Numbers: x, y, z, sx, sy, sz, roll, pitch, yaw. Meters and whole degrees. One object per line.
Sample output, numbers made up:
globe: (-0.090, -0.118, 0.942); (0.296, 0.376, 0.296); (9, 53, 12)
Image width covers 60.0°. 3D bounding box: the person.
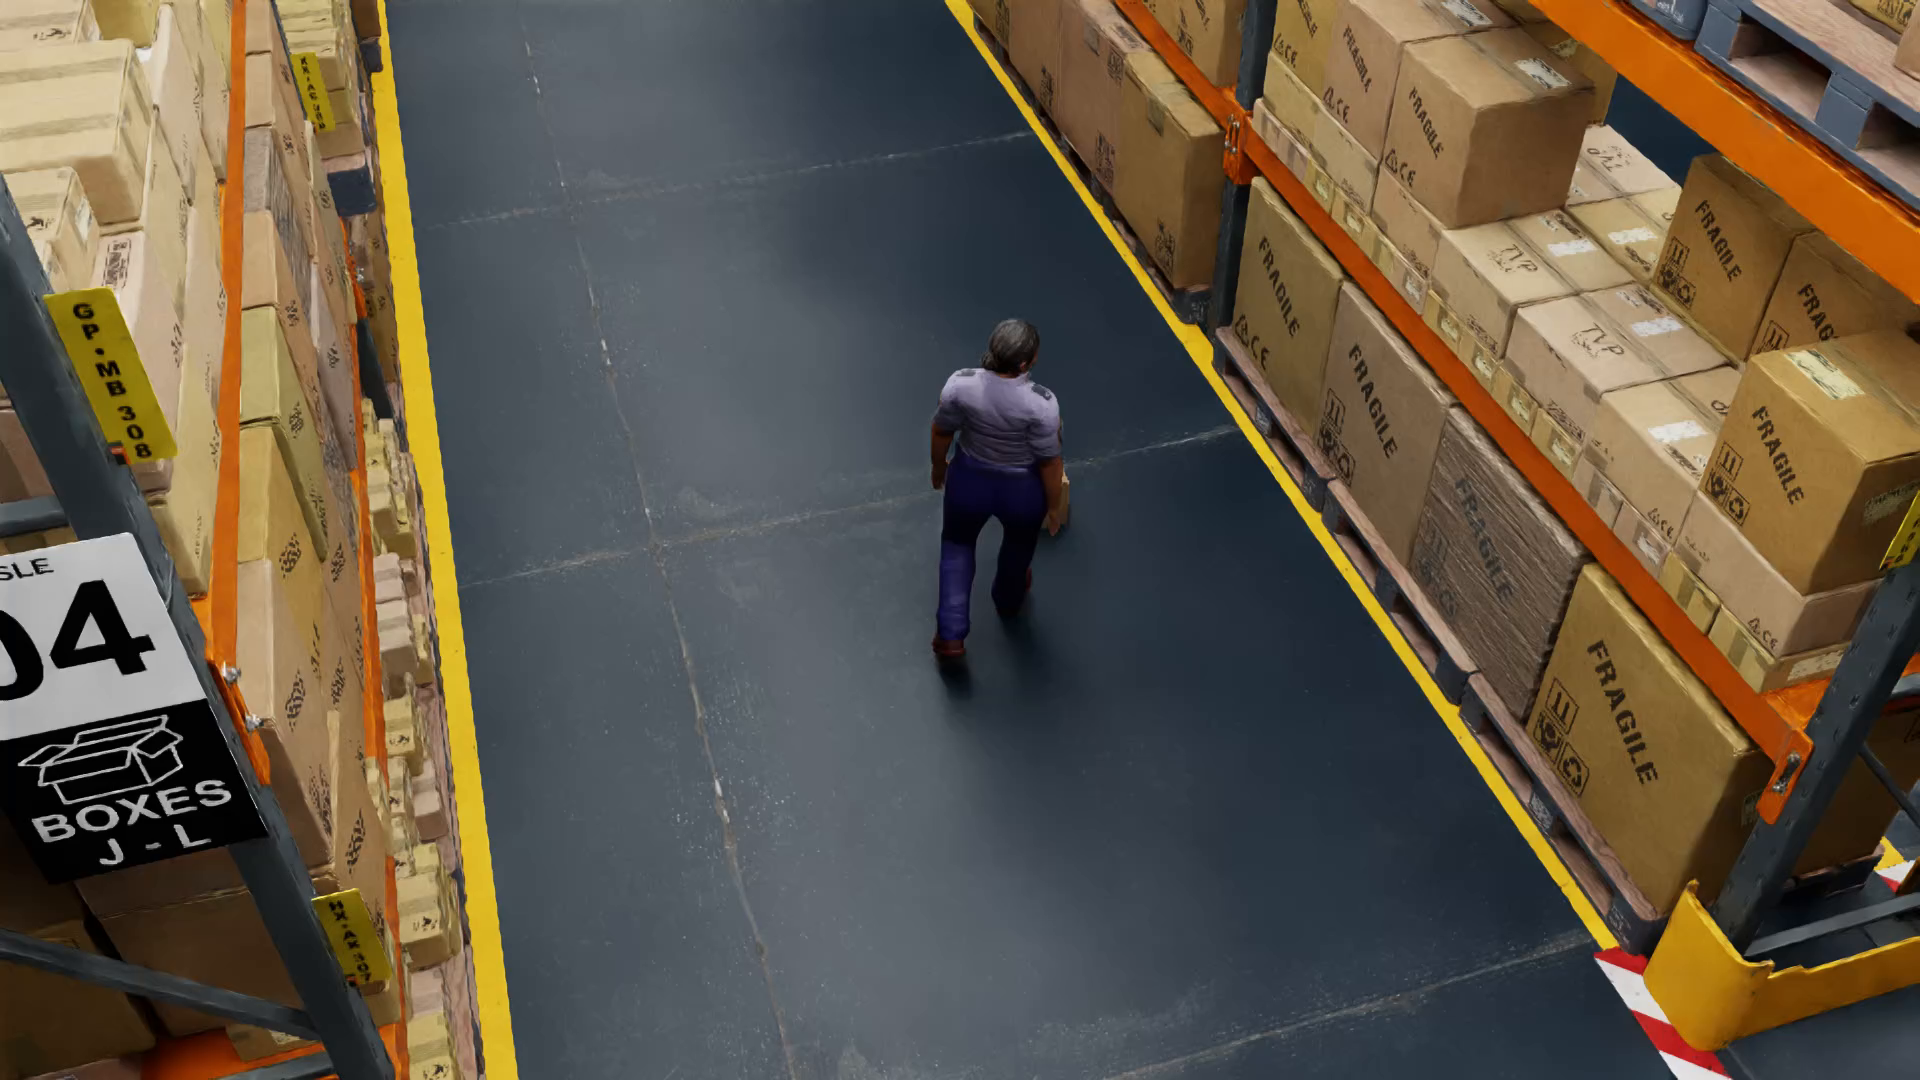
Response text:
person: (0.140, -0.221, 6.421); (0.535, 1.612, 0.750); (8, 43, 9)
